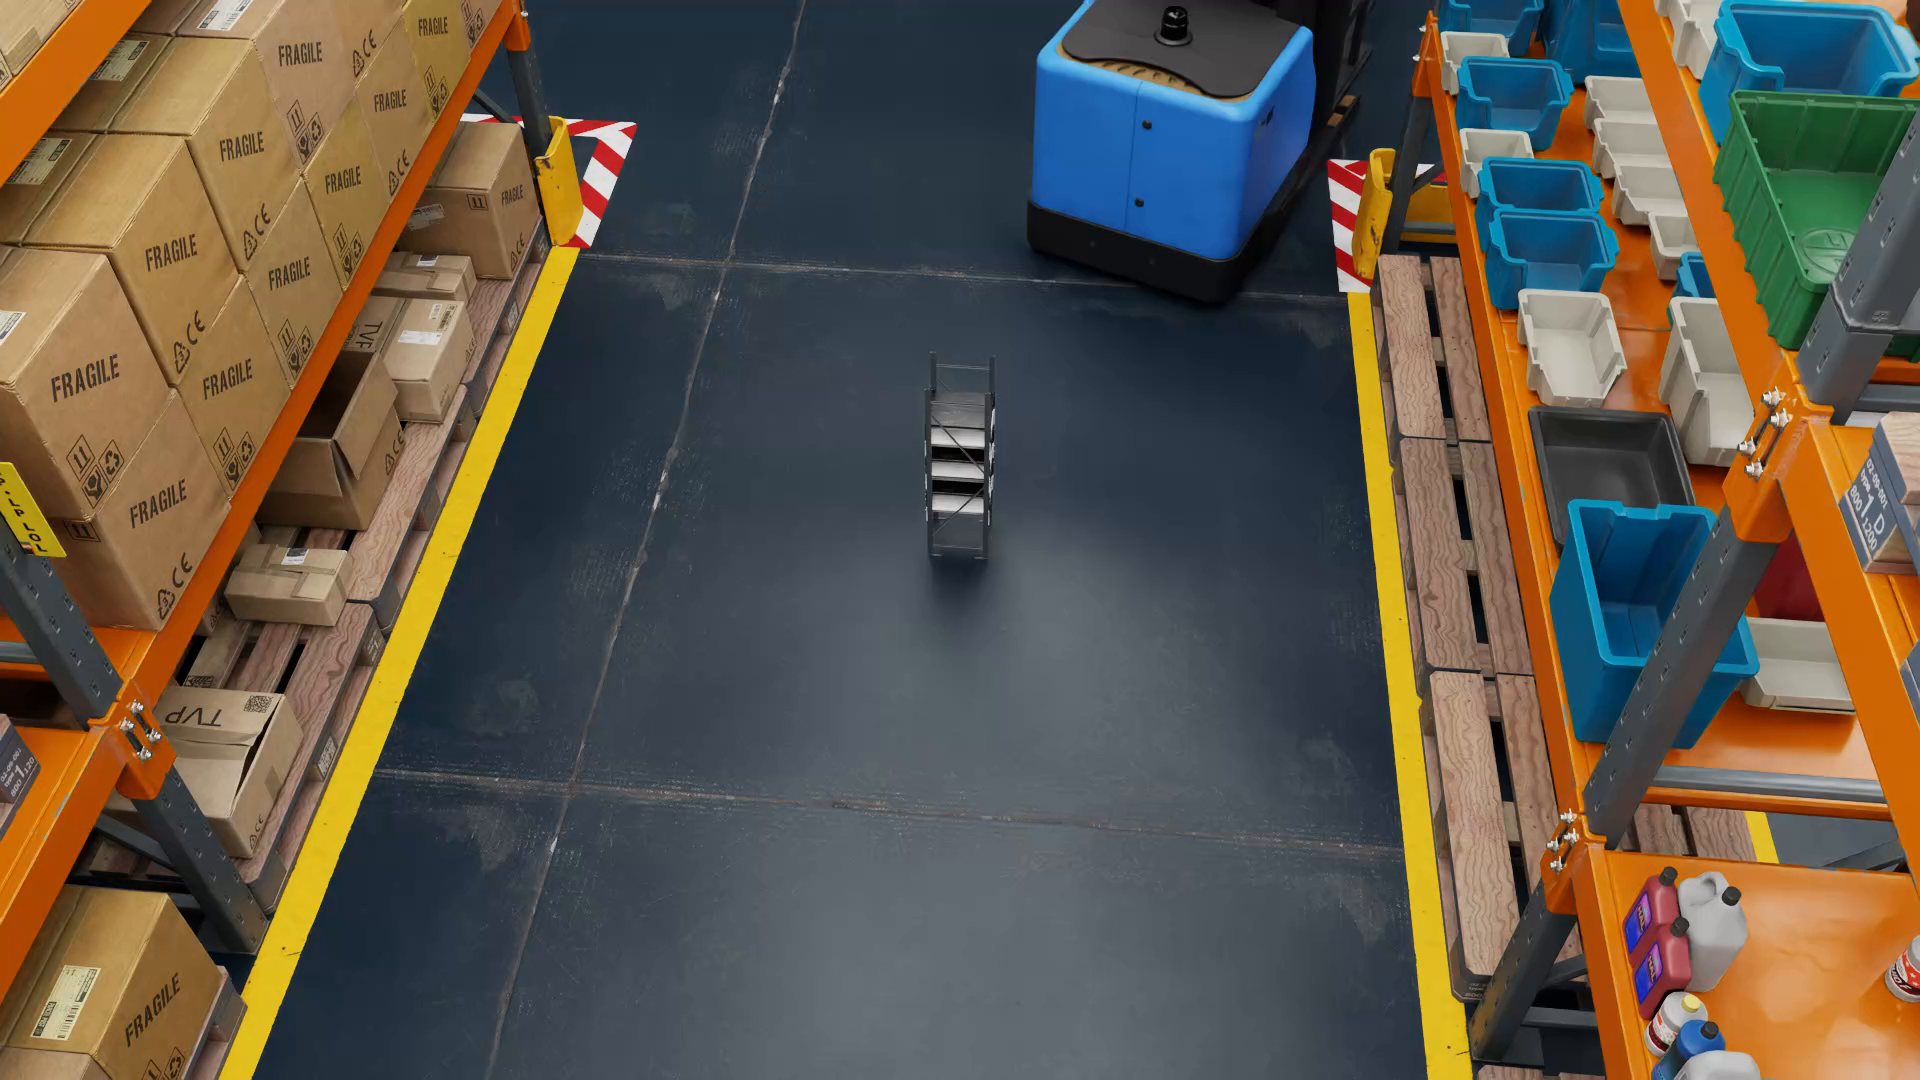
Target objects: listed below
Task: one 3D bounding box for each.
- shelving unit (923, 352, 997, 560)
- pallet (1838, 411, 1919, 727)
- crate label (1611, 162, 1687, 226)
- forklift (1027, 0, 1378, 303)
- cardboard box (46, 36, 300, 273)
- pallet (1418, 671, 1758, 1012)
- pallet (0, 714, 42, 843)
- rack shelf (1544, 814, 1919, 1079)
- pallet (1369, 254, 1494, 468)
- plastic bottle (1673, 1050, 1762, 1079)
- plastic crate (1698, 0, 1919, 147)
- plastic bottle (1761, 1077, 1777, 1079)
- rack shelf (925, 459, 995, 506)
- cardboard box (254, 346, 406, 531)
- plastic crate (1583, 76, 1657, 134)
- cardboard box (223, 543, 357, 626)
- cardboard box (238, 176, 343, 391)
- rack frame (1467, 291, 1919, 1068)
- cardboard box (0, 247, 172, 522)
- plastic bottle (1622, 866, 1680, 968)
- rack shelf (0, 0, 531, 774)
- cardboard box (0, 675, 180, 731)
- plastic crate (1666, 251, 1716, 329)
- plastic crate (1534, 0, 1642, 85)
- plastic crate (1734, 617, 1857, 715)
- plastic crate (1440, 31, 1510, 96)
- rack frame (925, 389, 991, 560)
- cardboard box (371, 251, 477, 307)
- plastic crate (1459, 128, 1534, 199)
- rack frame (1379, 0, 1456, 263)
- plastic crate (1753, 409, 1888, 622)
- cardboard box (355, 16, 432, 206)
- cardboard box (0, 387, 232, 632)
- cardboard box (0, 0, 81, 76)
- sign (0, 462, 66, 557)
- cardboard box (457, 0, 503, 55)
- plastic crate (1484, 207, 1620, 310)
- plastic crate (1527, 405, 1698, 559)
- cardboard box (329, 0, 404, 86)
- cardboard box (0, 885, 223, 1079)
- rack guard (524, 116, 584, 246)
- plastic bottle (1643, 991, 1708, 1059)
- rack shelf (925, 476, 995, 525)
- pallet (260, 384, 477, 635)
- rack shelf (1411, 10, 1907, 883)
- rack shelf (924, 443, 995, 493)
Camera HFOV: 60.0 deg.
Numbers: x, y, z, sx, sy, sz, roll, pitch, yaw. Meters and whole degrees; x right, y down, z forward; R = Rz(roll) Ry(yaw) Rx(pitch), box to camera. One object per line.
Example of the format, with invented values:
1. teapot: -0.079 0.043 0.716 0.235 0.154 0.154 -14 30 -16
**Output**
1. shelving unit: 0.001 -0.310 6.423 0.258 0.900 0.210 4 48 4
2. pallet: 2.145 0.254 2.580 1.213 0.211 1.003 4 48 4
3. crate label: 2.547 -1.221 5.972 0.396 0.136 0.243 4 48 4
4. forklift: 1.443 -3.173 7.666 1.130 2.935 3.031 21 51 18
5. cardboard box: -2.397 -1.171 5.043 0.500 0.500 0.500 3 48 2
6. pallet: 2.147 1.018 5.676 1.003 0.211 1.213 4 48 4
7. pallet: -2.995 0.929 3.998 1.003 0.211 1.213 4 48 4
8. rack shelf: 1.936 2.333 3.071 1.077 0.370 4.000 4 48 4
9. pallet: 2.369 -0.775 7.315 1.003 0.211 1.213 4 48 4
10. plastic bottle: 1.664 1.245 3.662 0.152 0.276 0.135 4 48 4
11. plastic crate: 1.884 -1.026 3.736 0.416 0.233 0.300 4 48 4
12. plastic bottle: 1.790 1.265 3.695 0.097 0.201 0.097 0 48 0
13. rack shelf: 0.001 -0.226 6.514 0.258 0.077 0.200 4 48 4
14. cardboard box: -2.648 -0.403 6.479 0.797 0.503 0.637 4 48 4
15. plastic crate: 2.589 -1.639 6.354 0.396 0.136 0.243 4 48 4
16. cardboard box: -2.491 0.162 6.191 0.380 0.166 0.250 4 48 4
17. cardboard box: -2.405 -0.850 5.426 0.500 0.500 0.500 4 48 3
18. rack frame: 2.119 0.620 4.150 1.000 3.000 0.127 4 48 4
19. cardboard box: -2.491 -0.414 4.351 0.500 0.500 0.500 5 48 5
20. plastic bottle: 1.660 0.900 3.973 0.061 0.283 0.133 4 48 4
21. rack shelf: -2.631 -0.943 6.067 1.077 0.370 4.000 4 48 4
22. cardboard box: -3.044 0.542 5.618 0.500 0.500 0.500 4 48 4
23. plastic crate: 2.551 -0.757 5.482 0.416 0.233 0.300 4 48 4
24. plastic crate: 2.639 -2.093 6.567 0.616 0.435 0.499 4 48 4
25. plastic crate: 2.303 0.357 4.529 0.396 0.136 0.243 4 48 4
26. plastic crate: 2.021 -1.861 6.557 0.250 0.136 0.298 4 48 4
27. rack frame: -0.009 -0.235 6.355 0.240 0.900 0.006 4 48 4
28. cardboard box: -2.380 -1.140 7.381 0.380 0.166 0.250 4 48 4
29. plastic crate: 1.959 -1.362 6.101 0.250 0.136 0.298 4 48 4
30. rack frame: 2.483 -2.319 6.838 1.000 3.000 0.127 4 48 4
31. plastic crate: 2.450 -0.061 4.689 0.402 0.464 0.583 4 48 4
32. cardboard box: -2.314 -1.594 6.107 0.500 0.500 0.500 4 48 4
33. cardboard box: -2.496 -0.106 4.746 0.500 0.500 0.500 5 48 5
34. cardboard box: -2.473 -1.385 4.053 0.500 0.250 0.500 4 48 4
35. sign: -2.261 -0.072 3.998 0.100 0.325 0.005 4 48 4
36. cardboard box: -2.219 -2.341 6.791 0.500 0.500 0.500 5 48 5
37. plastic crate: 1.986 -0.936 5.646 0.416 0.233 0.300 4 48 4
38. plastic crate: 1.953 -0.148 4.998 0.437 0.125 0.590 4 48 4
39. cardboard box: -2.304 -1.928 5.735 0.500 0.500 0.500 5 48 5
40. cardboard box: -2.573 1.361 4.868 0.500 0.500 0.500 4 48 3
41. rack guard: -2.456 -1.756 8.017 1.175 0.500 0.348 4 48 4
42. plastic bottle: 1.656 1.112 3.835 0.097 0.201 0.097 0 48 0
43. rack shelf: 0.001 -0.166 6.581 0.258 0.077 0.200 4 48 4
44. pallet: -2.642 -0.178 6.770 1.003 0.211 1.213 4 48 4
45. rack shelf: 2.301 -0.607 5.760 1.077 0.370 4.000 4 48 4
46. rack shelf: 0.001 -0.287 6.448 0.258 0.077 0.200 4 48 4
